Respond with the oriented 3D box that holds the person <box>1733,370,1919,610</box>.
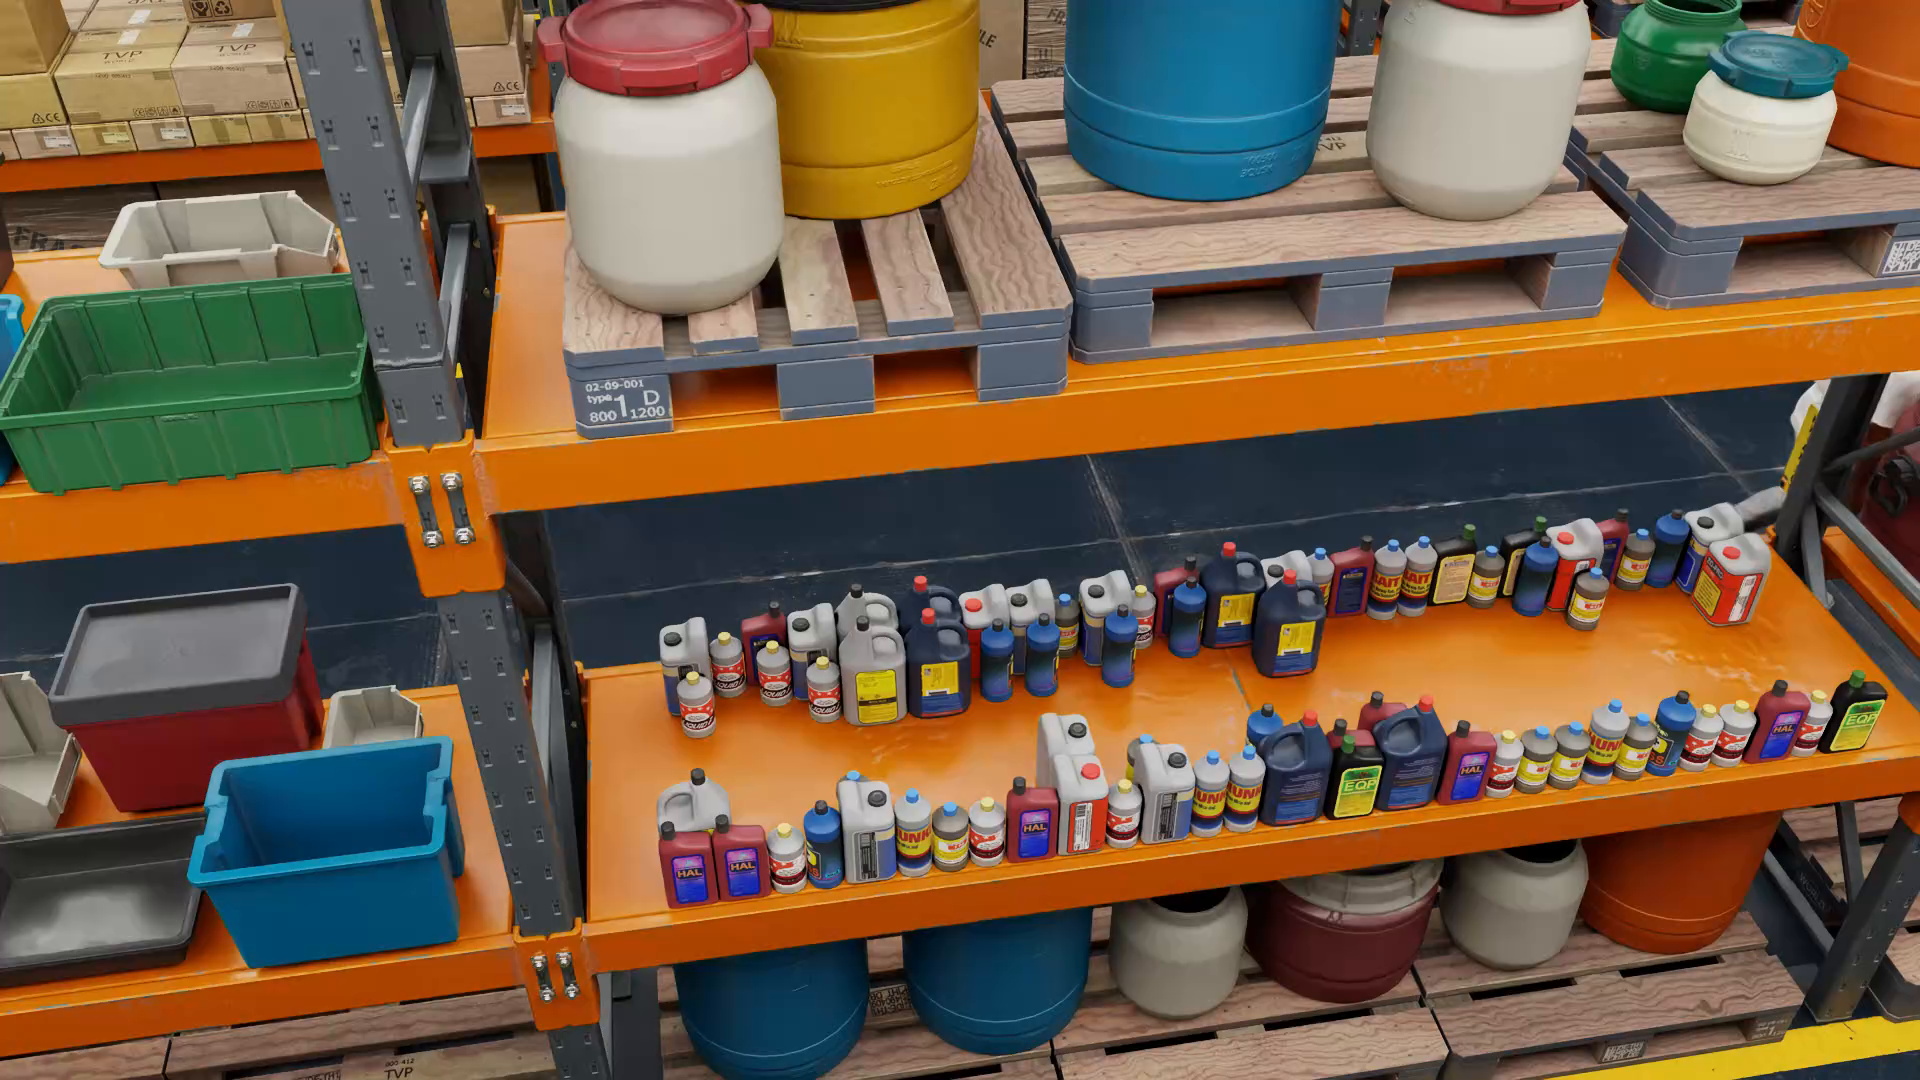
[{"bbox_3d":[3.425,-0.380,6.595,0.640,1.758,0.599,2,38,2],"label":"person"}]
